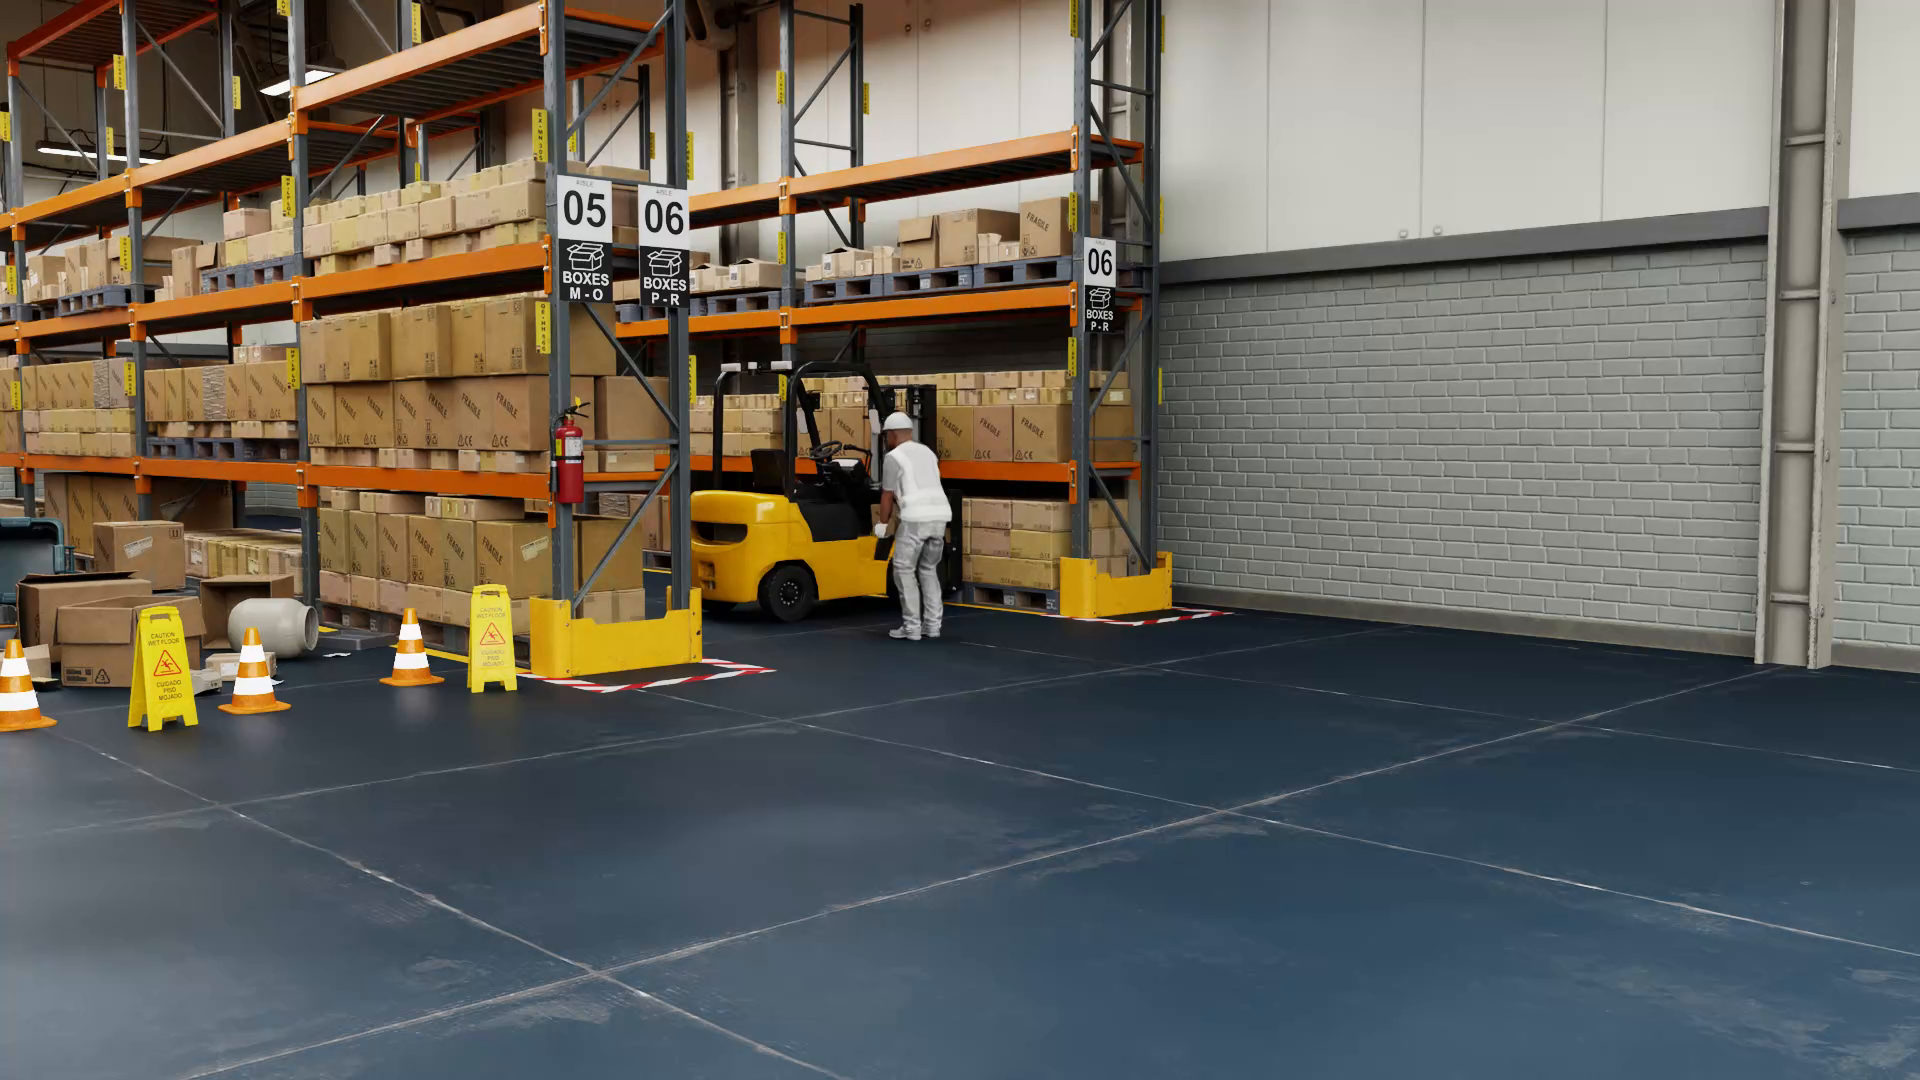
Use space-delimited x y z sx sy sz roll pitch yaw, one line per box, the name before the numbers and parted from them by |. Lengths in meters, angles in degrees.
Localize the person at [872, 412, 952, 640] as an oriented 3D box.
person | -0.378 -0.117 12.723 0.485 1.726 0.618 -4 5 -45
